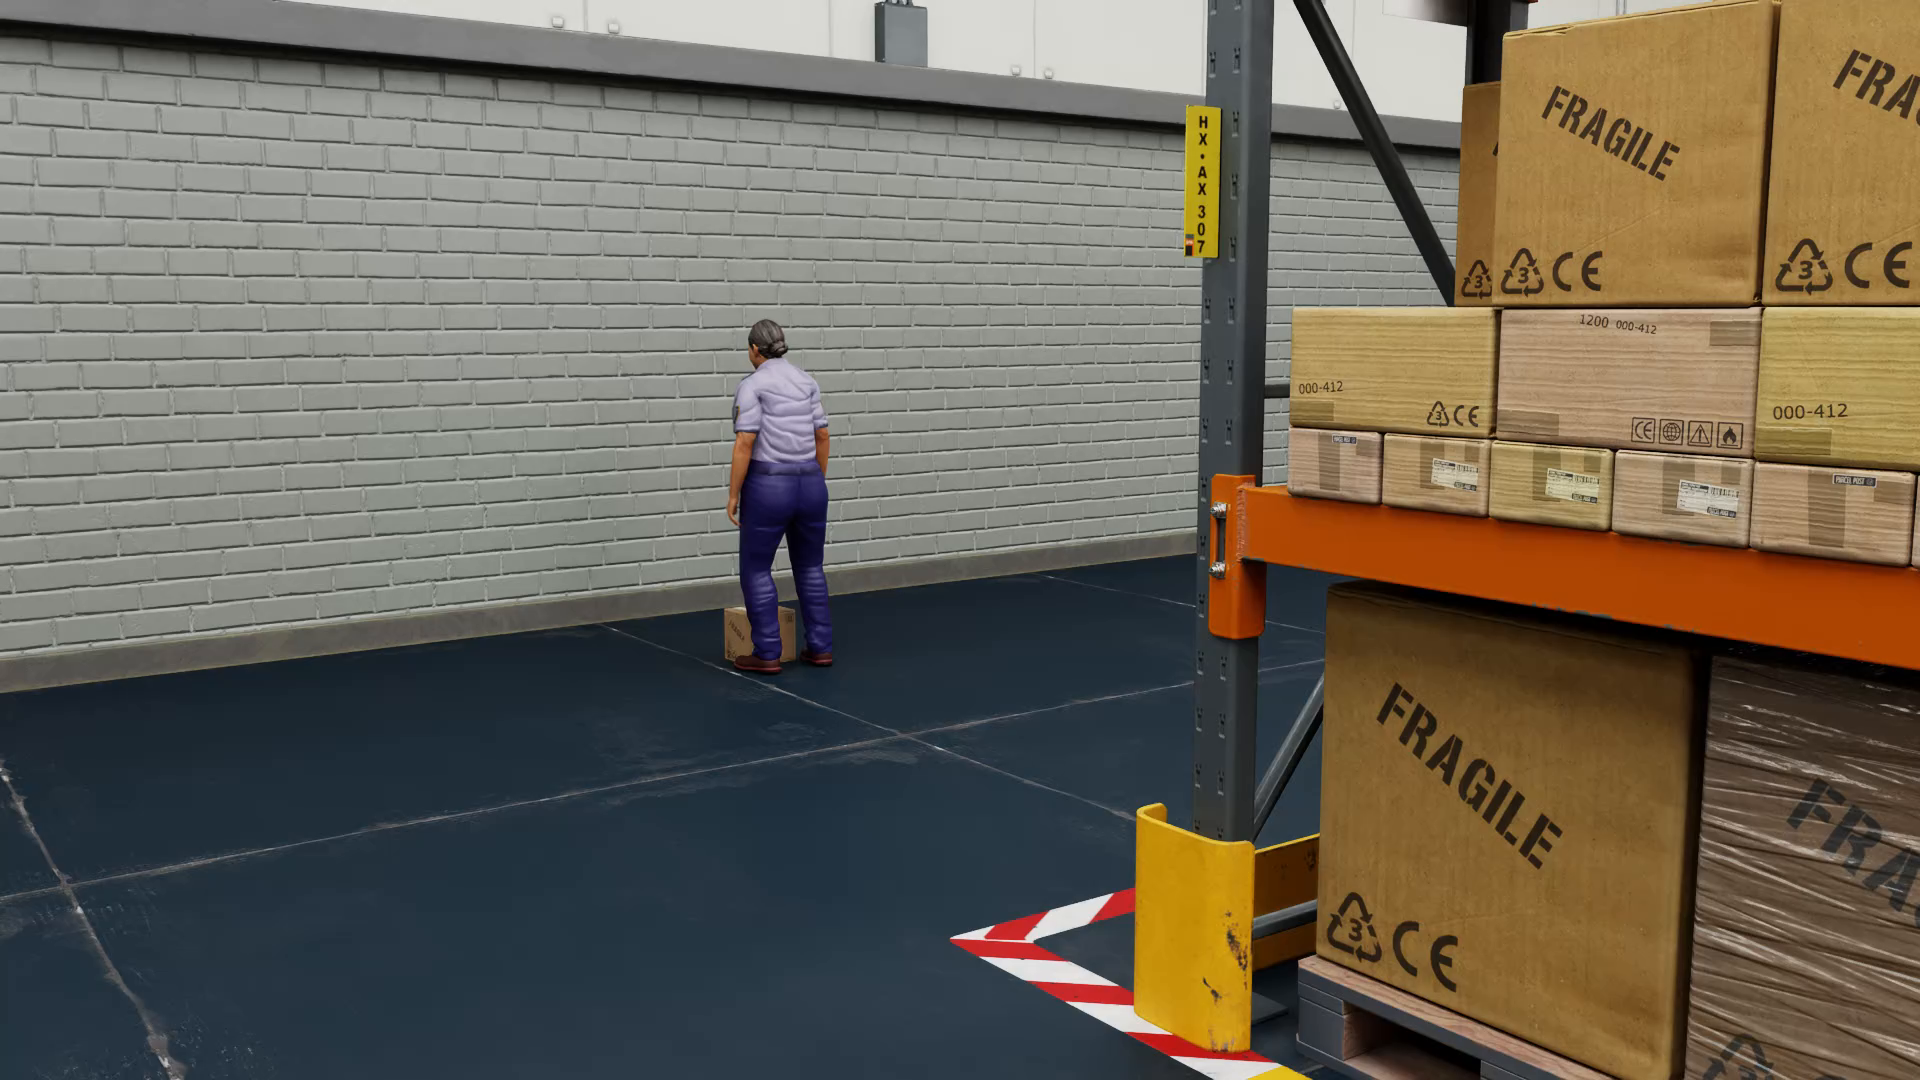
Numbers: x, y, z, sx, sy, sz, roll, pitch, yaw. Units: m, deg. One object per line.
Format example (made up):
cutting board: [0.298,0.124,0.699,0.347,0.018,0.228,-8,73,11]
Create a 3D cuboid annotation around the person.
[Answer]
person: [-0.847,-0.209,7.843,0.563,1.653,0.335,-6,10,-39]
